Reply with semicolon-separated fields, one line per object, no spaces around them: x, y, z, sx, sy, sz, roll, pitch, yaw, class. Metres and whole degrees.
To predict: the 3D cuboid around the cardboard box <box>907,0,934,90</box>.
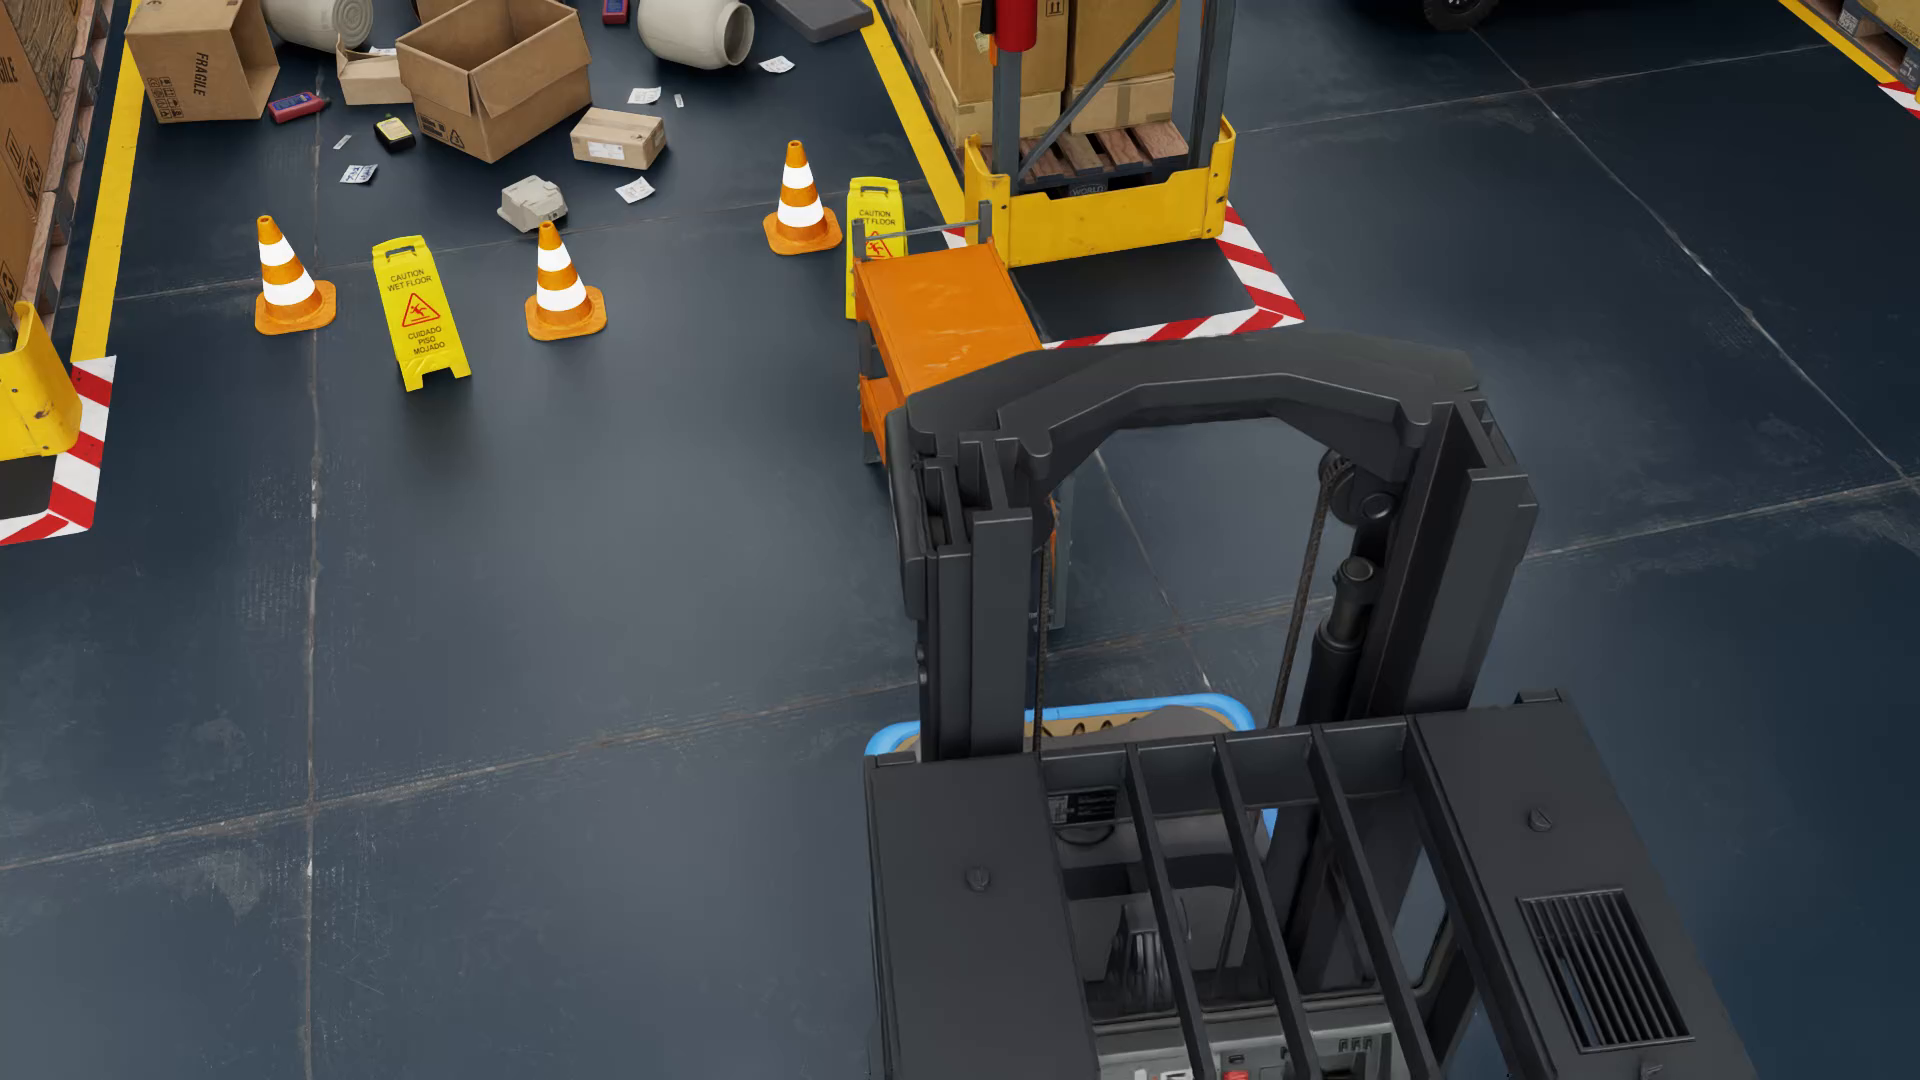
0.043;-2.459;8.190;0.500;0.250;0.500;-11;47;-10;cardboard box

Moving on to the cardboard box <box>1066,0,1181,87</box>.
0.689;-2.477;7.683;0.500;0.500;0.500;-12;47;-12;cardboard box

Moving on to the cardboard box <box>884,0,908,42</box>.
-0.096;-2.819;8.544;0.500;0.250;0.500;-12;47;-12;cardboard box

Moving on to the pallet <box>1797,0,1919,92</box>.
5.196;-2.861;8.906;1.003;0.211;1.213;-11;47;-10;pallet

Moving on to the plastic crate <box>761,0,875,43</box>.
-0.780;-2.912;9.048;0.402;0.080;0.583;-26;51;-24;plastic crate

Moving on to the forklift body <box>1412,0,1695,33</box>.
3.183;-3.995;8.659;2.313;2.155;1.214;-11;47;-10;forklift body

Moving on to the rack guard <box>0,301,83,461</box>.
-4.118;-0.540;6.429;1.175;0.500;0.348;-11;47;-10;rack guard

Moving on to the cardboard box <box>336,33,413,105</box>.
-2.928;-2.386;8.402;0.396;0.266;0.258;-3;46;-3;cardboard box

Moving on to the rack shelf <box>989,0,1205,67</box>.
0.123;-3.535;8.118;1.077;0.370;4.000;-11;47;-10;rack shelf

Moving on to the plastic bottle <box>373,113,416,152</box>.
-2.794;-2.009;8.176;0.133;0.061;0.283;-26;51;-24;plastic bottle

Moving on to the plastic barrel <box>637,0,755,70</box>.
-1.357;-2.654;8.554;0.512;0.421;0.421;19;48;17;plastic barrel

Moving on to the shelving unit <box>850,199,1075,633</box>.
-0.002;-0.398;5.853;0.538;1.125;1.048;-11;47;-10;shelving unit

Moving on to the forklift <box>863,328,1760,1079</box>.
0.431;1.207;3.015;1.130;2.935;3.031;-5;46;-5;forklift

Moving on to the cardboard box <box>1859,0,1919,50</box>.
5.007;-2.767;8.493;0.500;0.250;0.500;-10;46;-10;cardboard box

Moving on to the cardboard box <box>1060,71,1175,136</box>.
0.696;-2.198;7.935;0.500;0.250;0.500;-11;47;-11;cardboard box

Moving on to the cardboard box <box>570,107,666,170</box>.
-1.653;-1.943;8.050;0.380;0.149;0.250;11;47;11;cardboard box

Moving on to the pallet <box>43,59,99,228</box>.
-4.713;-1.834;7.899;1.003;0.211;1.213;-11;47;-10;pallet

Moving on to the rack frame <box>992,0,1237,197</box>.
0.635;-2.406;6.508;1.000;3.000;0.127;-11;47;-10;rack frame

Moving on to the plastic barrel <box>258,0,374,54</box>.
-3.375;-2.788;8.686;0.512;0.421;0.421;19;48;17;plastic barrel

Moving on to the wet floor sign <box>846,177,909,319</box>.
-0.351;-1.255;7.028;0.267;0.644;0.232;4;46;4;wet floor sign

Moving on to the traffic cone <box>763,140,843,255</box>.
-0.722;-1.579;7.474;0.336;0.463;0.334;-11;47;-10;traffic cone

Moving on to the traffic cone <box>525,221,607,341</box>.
-1.708;-1.141;7.045;0.336;0.463;0.334;-11;47;-10;traffic cone

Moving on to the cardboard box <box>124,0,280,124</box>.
-3.759;-2.435;8.284;0.500;0.500;0.500;-3;46;-3;cardboard box

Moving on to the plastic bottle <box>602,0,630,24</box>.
-1.872;-2.905;9.054;0.133;0.061;0.283;-3;46;-3;plastic bottle

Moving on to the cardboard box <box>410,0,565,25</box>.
-2.509;-2.974;8.717;0.797;0.637;0.503;-11;47;-10;cardboard box

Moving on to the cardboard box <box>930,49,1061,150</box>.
0.162;-2.116;7.855;0.500;0.250;0.500;-11;47;-11;cardboard box

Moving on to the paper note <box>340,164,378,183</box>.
-2.874;-1.756;7.950;0.144;0.017;0.142;4;46;4;paper note

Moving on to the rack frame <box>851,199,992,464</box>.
-0.132;-0.749;6.197;0.500;1.125;0.032;-11;47;-10;rack frame

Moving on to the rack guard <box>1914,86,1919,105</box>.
5.438;-2.425;8.276;1.175;0.500;0.348;-11;47;-10;rack guard

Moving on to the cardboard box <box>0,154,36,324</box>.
-4.362;-1.291;6.608;0.875;0.875;0.875;-10;47;-10;cardboard box

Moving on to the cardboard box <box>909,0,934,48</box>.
0.041;-2.718;7.920;0.500;0.500;0.500;-9;46;-9;cardboard box

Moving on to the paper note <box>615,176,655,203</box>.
-1.531;-1.656;7.851;0.148;0.019;0.142;-26;51;-24;paper note

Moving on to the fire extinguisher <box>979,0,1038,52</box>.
0.219;-2.216;6.375;0.296;0.674;0.183;-11;47;-10;fire extinguisher

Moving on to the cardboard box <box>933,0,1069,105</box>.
0.178;-2.359;7.567;0.500;0.500;0.500;-10;46;-10;cardboard box

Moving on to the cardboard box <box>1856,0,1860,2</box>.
4.888;-3.113;8.831;0.500;0.250;0.500;-11;47;-10;cardboard box

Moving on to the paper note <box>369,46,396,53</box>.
-3.032;-2.548;8.731;0.172;0.023;0.155;4;46;4;paper note

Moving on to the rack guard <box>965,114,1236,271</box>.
0.615;-1.584;7.452;1.175;0.500;0.348;-11;47;-10;rack guard

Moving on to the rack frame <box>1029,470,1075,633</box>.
0.128;-0.047;5.509;0.500;1.125;0.032;-11;47;-10;rack frame

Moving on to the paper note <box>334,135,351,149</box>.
-3.030;-1.952;8.156;0.032;0.001;0.123;11;47;11;paper note

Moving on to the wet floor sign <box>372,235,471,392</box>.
-2.203;-0.949;6.729;0.267;0.644;0.232;-18;48;-17;wet floor sign

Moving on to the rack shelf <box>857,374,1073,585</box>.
-0.002;-0.227;6.027;0.538;0.278;1.000;-11;47;-10;rack shelf

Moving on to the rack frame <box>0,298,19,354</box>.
-4.124;-1.431;5.552;1.000;3.000;0.127;-11;47;-10;rack frame

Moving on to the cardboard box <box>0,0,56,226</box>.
-4.589;-1.898;7.203;0.875;0.875;0.875;-11;47;-11;cardboard box

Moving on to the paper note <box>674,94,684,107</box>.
-1.424;-2.226;8.425;0.032;0.001;0.123;-11;47;-10;paper note

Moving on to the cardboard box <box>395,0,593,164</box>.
-2.262;-2.282;8.134;0.637;0.503;0.797;27;51;24;cardboard box

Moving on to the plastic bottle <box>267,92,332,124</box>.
-3.312;-2.182;8.345;0.283;0.061;0.133;-26;51;-24;plastic bottle

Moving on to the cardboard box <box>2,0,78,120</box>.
-4.820;-2.528;7.820;0.875;0.875;0.875;-10;46;-10;cardboard box

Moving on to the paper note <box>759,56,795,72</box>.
-0.951;-2.478;8.658;0.142;0.019;0.148;-26;51;-24;paper note

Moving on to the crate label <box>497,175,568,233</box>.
-1.969;-1.559;7.682;0.250;0.136;0.298;-35;55;-30;crate label

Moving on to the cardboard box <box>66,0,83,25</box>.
-5.055;-3.149;8.430;0.875;0.875;0.875;-10;46;-10;cardboard box

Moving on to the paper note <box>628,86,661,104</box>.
-1.604;-2.265;8.457;0.148;0.019;0.142;4;46;4;paper note

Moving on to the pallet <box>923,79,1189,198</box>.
0.442;-2.050;8.111;1.003;0.211;1.213;-11;47;-10;pallet

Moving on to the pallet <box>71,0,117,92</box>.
-5.029;-2.678;8.726;1.003;0.211;1.213;-11;47;-10;pallet

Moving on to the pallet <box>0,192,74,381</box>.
-4.405;-0.993;7.075;1.003;0.211;1.213;-11;47;-10;pallet

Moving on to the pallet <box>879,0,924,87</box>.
0.133;-2.891;8.935;1.003;0.211;1.213;-11;47;-10;pallet

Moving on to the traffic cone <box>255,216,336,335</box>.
-2.887;-1.170;7.072;0.336;0.463;0.334;-11;47;-10;traffic cone

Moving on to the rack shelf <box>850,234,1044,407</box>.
-0.002;-0.603;5.644;0.538;0.278;1.000;-11;47;-10;rack shelf
